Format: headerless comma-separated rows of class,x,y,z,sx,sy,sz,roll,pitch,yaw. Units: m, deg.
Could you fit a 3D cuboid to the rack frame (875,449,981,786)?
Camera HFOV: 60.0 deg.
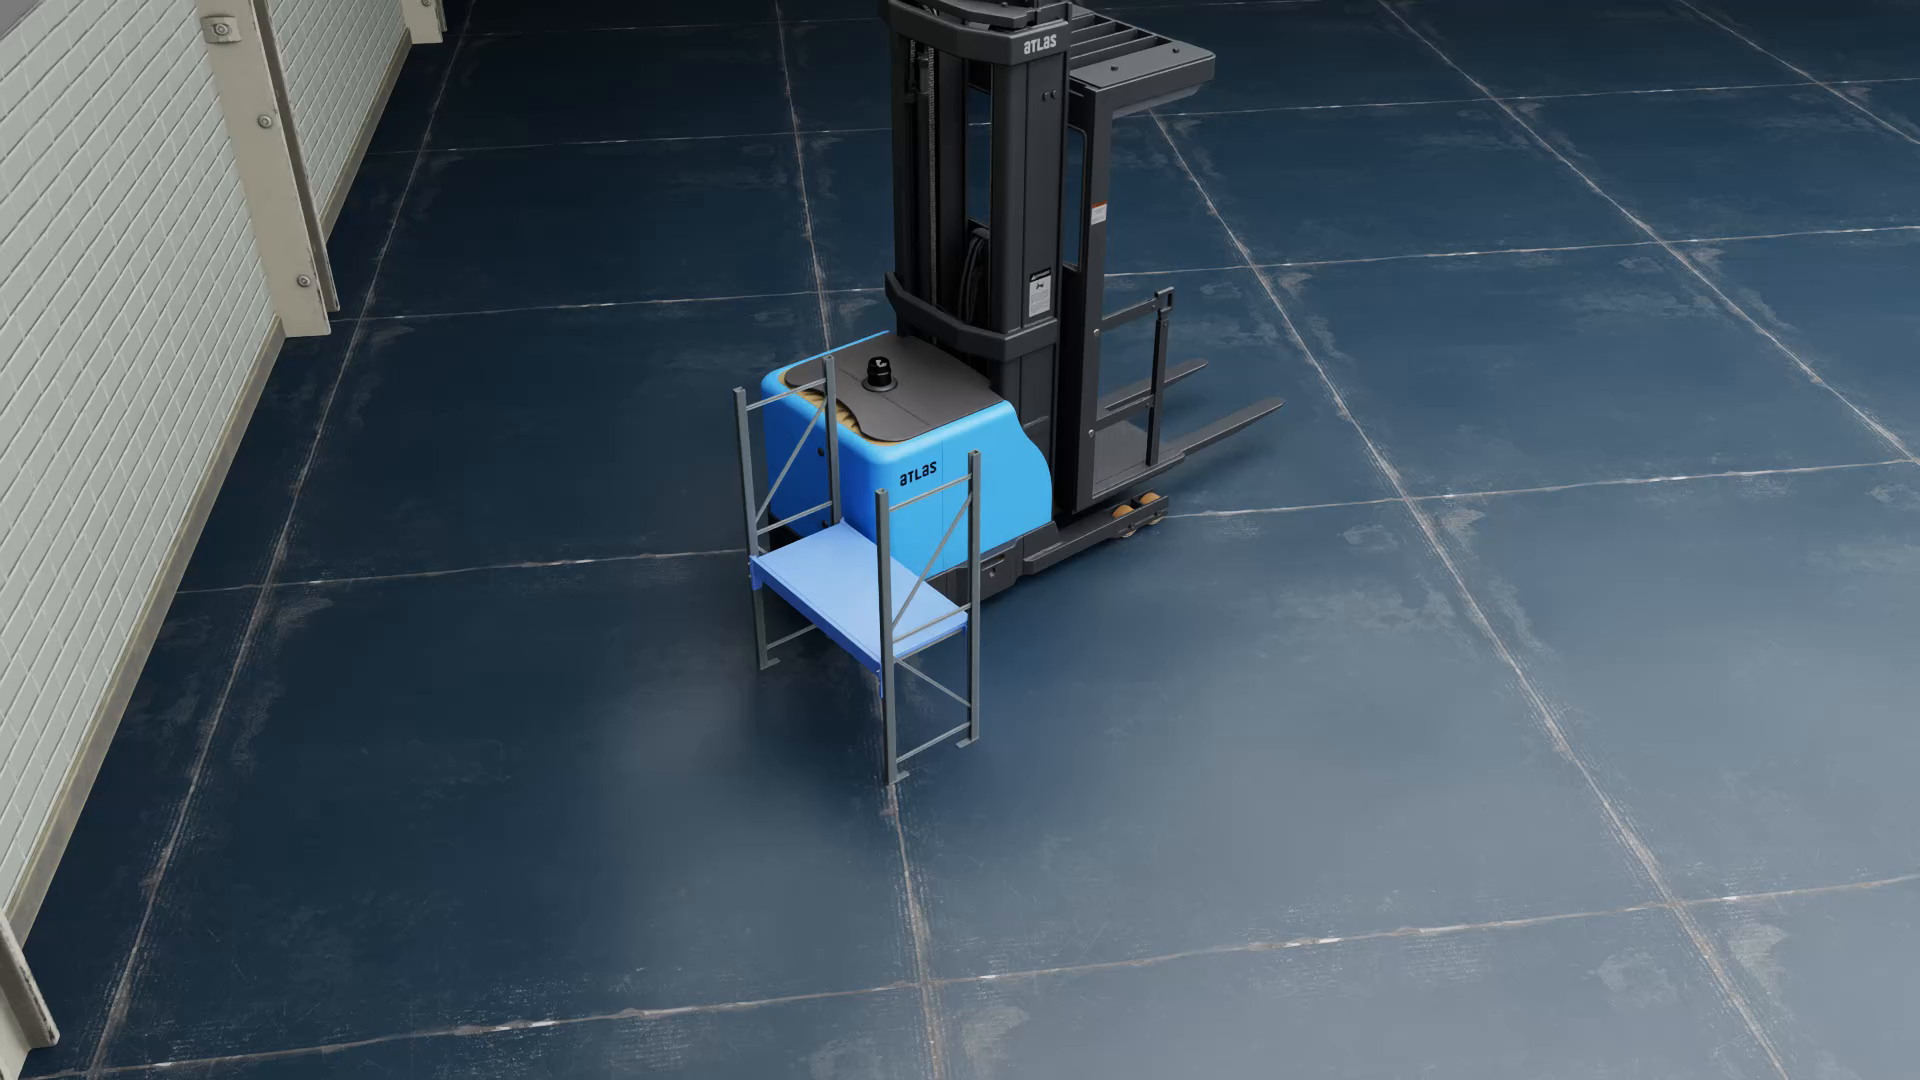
rack frame,-0.121,0.351,6.903,0.500,1.500,0.032,-24,41,-31

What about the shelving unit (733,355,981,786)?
shelving unit,-0.438,0.127,7.232,0.538,1.500,1.048,-24,41,-31

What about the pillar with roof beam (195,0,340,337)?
pillar with roof beam,0.035,-5.463,8.776,9.100,9.000,0.400,-4,35,-6

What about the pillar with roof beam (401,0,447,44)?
pillar with roof beam,-0.772,-8.812,13.689,9.100,9.000,0.400,-4,35,-6

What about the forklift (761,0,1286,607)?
forklift,0.485,-1.433,8.250,3.031,2.935,1.130,-25,41,-31

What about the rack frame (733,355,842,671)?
rack frame,-0.755,-0.097,7.560,0.500,1.500,0.032,-24,41,-31

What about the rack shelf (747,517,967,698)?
rack shelf,-0.438,0.276,7.333,0.538,0.185,1.000,-24,41,-31
